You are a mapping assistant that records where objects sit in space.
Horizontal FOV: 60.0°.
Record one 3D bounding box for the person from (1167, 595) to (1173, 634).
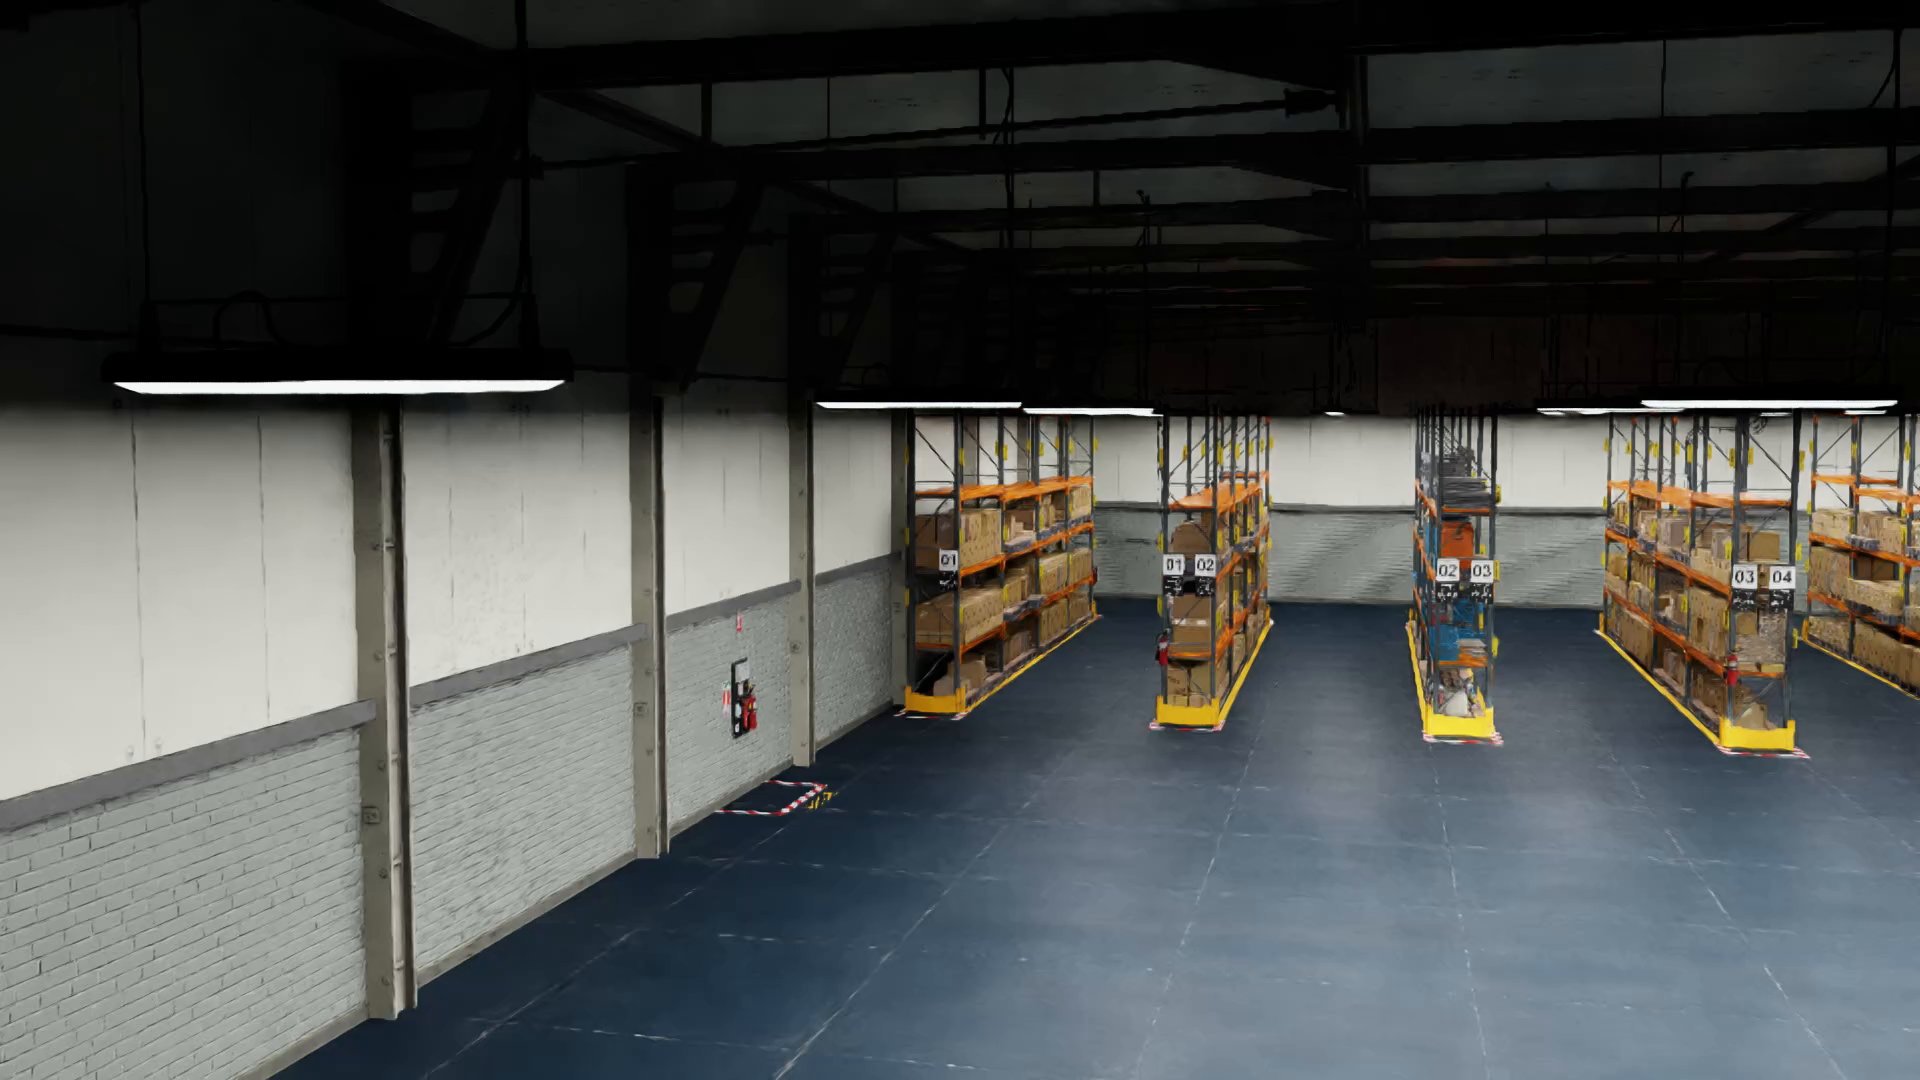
[{"bbox_3d":[5.754,1.662,44.053,0.677,1.726,0.574,1,4,12],"label":"person"}]
